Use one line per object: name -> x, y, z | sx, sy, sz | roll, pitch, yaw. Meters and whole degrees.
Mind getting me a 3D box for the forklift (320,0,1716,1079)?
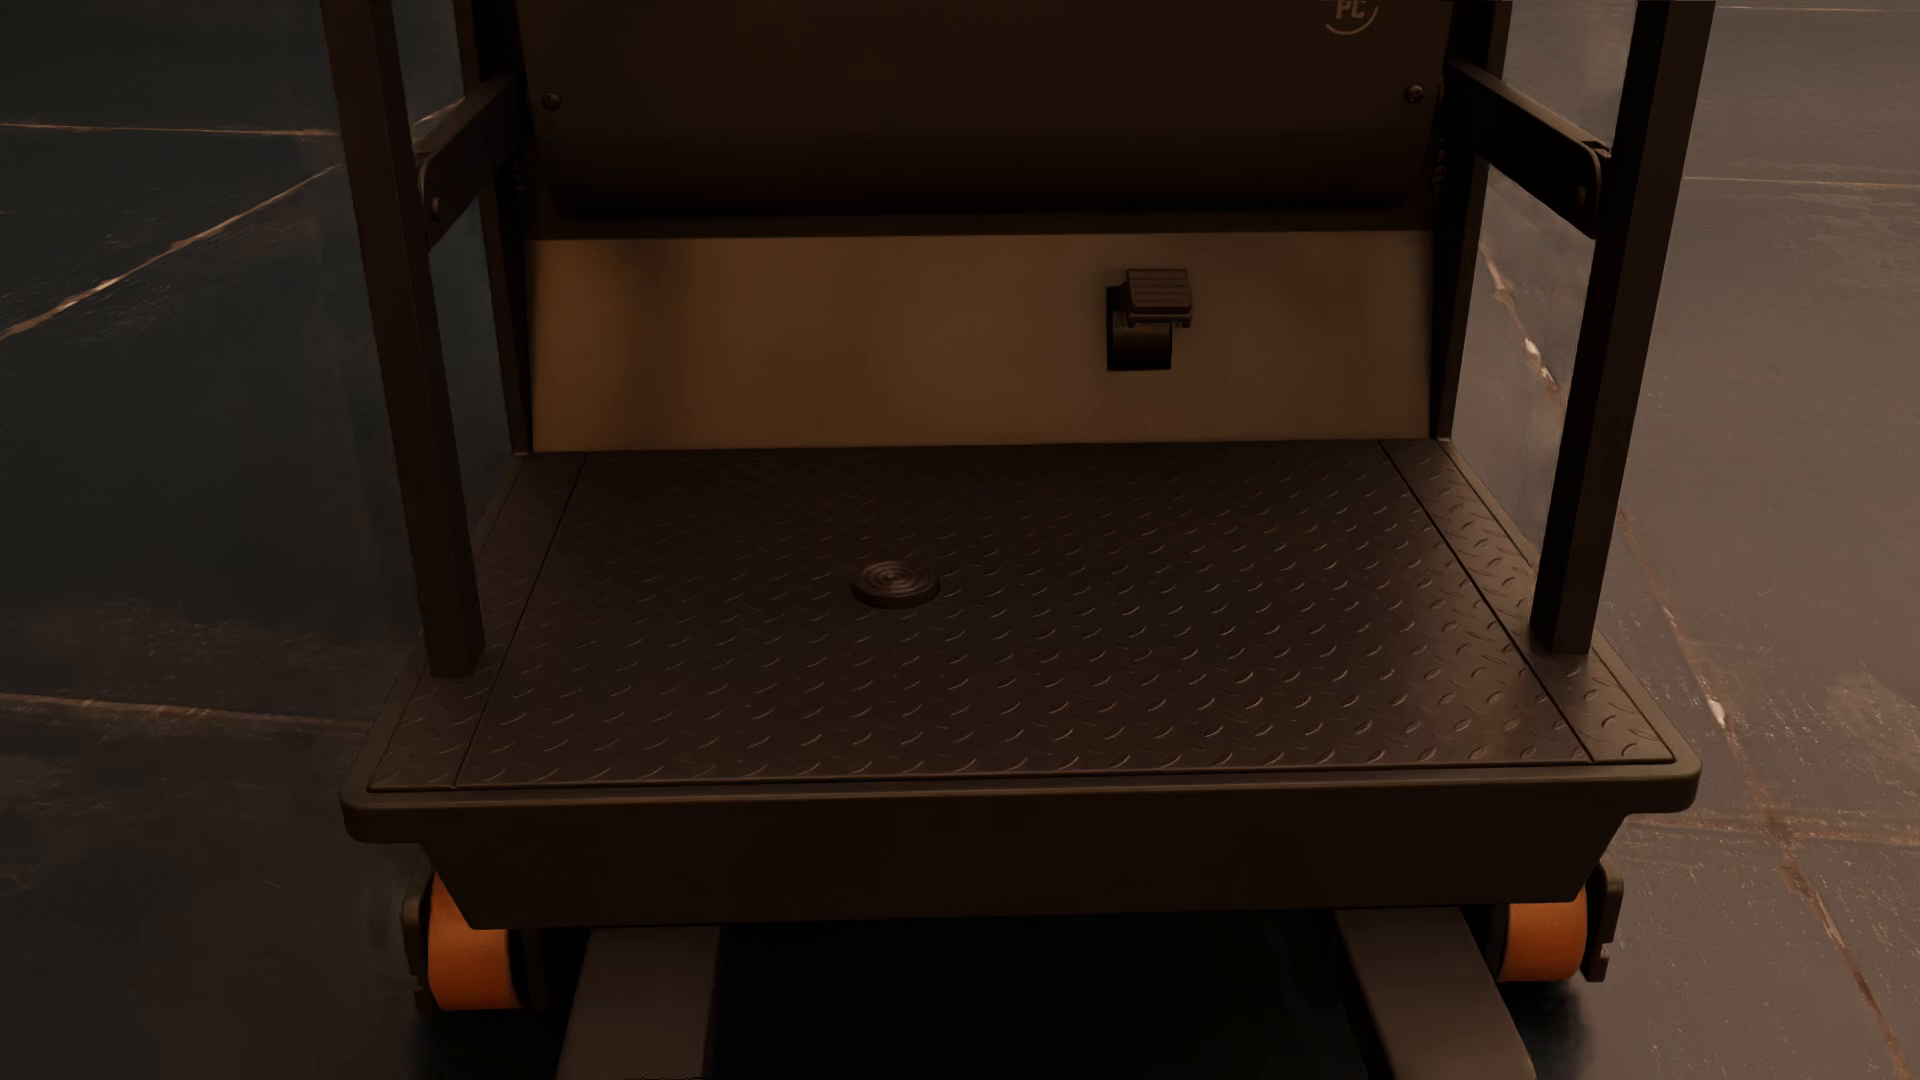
forklift -> 0.038, -1.007, 1.236 | 1.130, 2.935, 3.031 | -1, 27, -2
